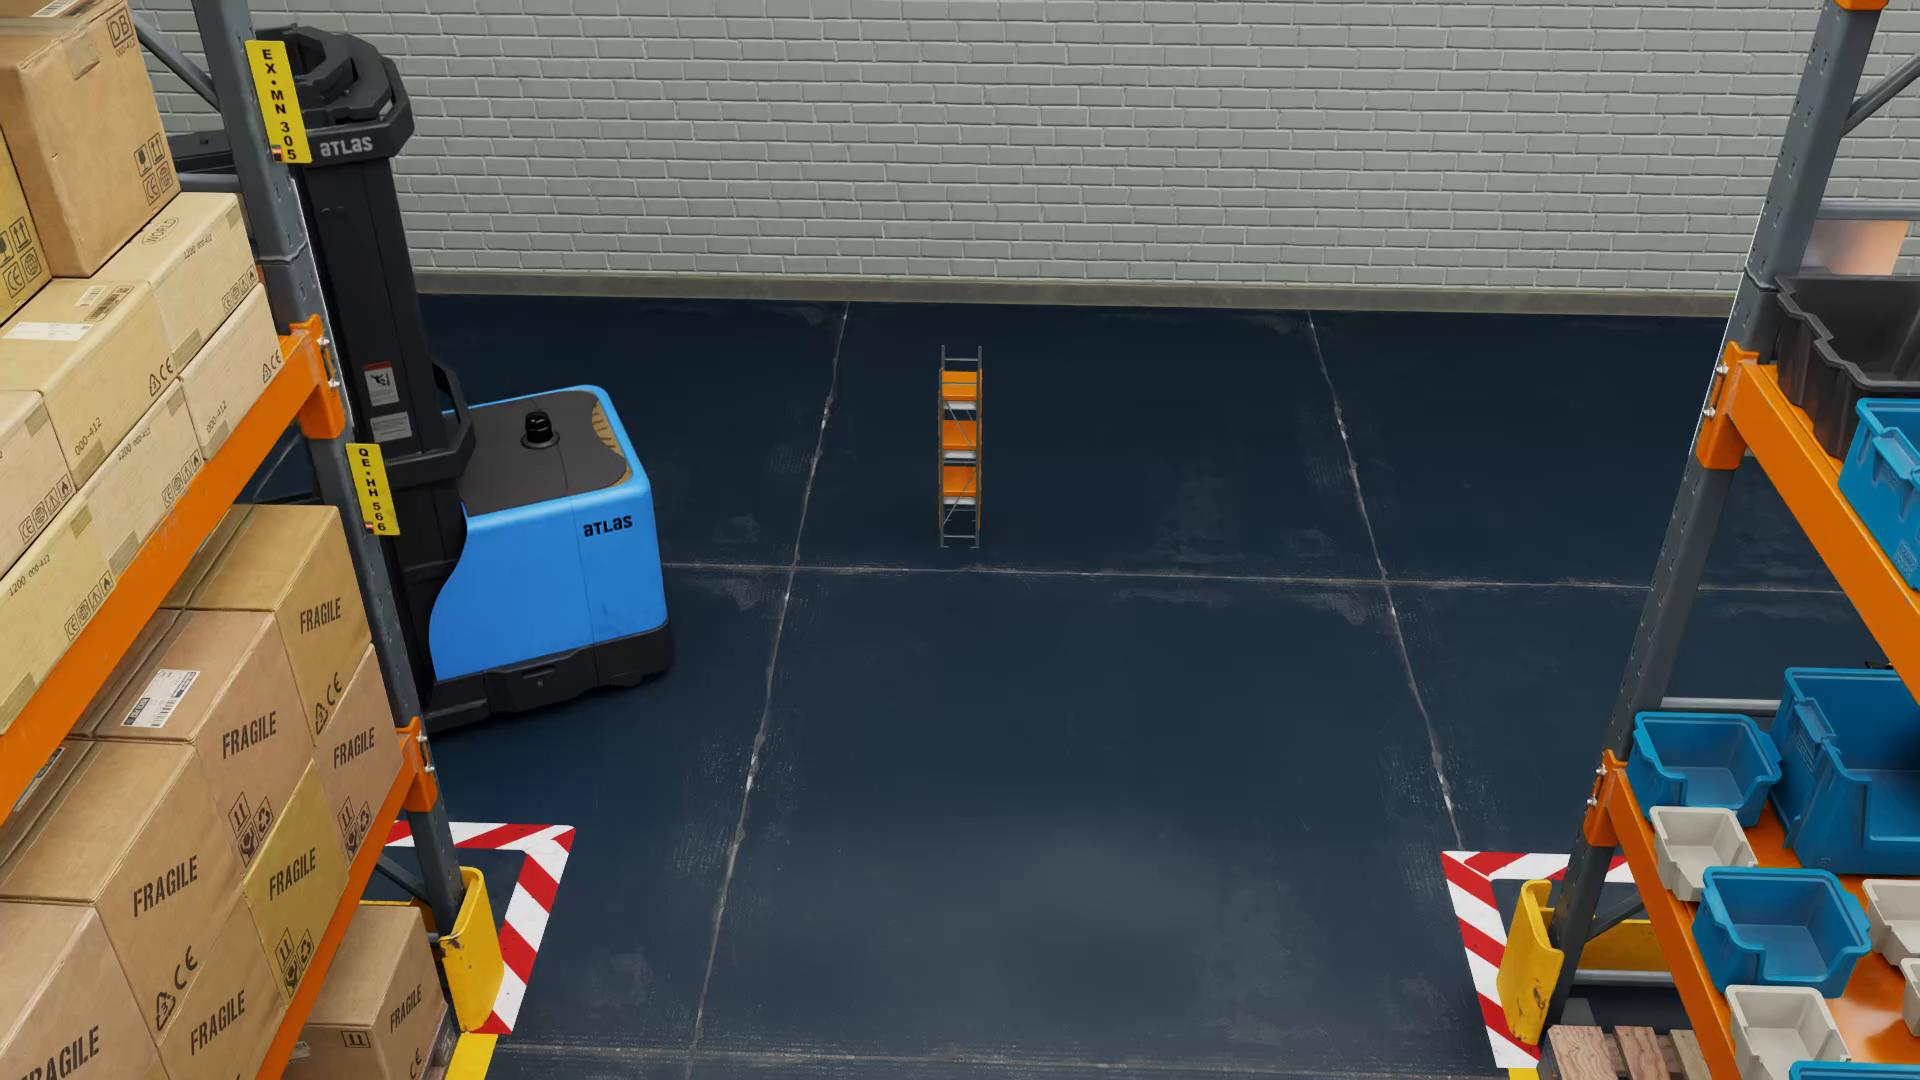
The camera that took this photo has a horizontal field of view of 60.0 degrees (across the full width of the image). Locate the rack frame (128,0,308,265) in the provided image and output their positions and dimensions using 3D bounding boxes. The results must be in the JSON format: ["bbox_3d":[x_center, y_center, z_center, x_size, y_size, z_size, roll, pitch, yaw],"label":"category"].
[{"bbox_3d":[-2.325,-2.026,3.753,1.000,3.000,0.127,1,35,2],"label":"rack frame"}]

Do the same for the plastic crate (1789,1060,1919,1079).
[{"bbox_3d":[2.232,1.479,4.075,0.416,0.233,0.300,1,35,2],"label":"plastic crate"}]

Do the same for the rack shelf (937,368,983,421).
[{"bbox_3d":[0.002,-0.684,8.280,0.215,0.259,0.240,1,35,2],"label":"rack shelf"}]

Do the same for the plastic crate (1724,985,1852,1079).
[{"bbox_3d":[2.162,1.334,4.365,0.250,0.136,0.298,1,35,2],"label":"plastic crate"}]

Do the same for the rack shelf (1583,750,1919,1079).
[{"bbox_3d":[2.544,1.988,3.884,1.077,0.370,4.000,1,35,2],"label":"rack shelf"}]

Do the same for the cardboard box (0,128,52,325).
[{"bbox_3d":[-2.434,-0.668,3.472,0.700,0.500,0.500,1,35,2],"label":"cardboard box"}]

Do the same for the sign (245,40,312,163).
[{"bbox_3d":[-1.771,-1.137,4.326,0.100,0.325,0.005,1,35,2],"label":"sign"}]

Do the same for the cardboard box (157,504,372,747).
[{"bbox_3d":[-2.068,0.240,4.788,0.500,0.500,0.500,1,35,1],"label":"cardboard box"}]

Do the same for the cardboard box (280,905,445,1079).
[{"bbox_3d":[-2.101,1.589,5.617,0.500,0.500,0.500,1,35,2],"label":"cardboard box"}]

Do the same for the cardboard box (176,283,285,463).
[{"bbox_3d":[-2.082,-0.436,4.230,0.500,0.250,0.500,1,35,2],"label":"cardboard box"}]

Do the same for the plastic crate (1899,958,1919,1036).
[{"bbox_3d":[2.746,1.267,4.461,0.396,0.136,0.243,1,35,2],"label":"plastic crate"}]

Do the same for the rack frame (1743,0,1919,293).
[{"bbox_3d":[2.624,-1.910,3.587,1.000,3.000,0.127,1,35,2],"label":"rack frame"}]

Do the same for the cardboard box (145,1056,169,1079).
[{"bbox_3d":[-2.134,1.525,3.830,0.500,0.500,0.500,1,35,1],"label":"cardboard box"}]

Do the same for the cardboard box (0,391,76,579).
[{"bbox_3d":[-2.135,-0.067,3.269,0.500,0.250,0.500,1,35,2],"label":"cardboard box"}]

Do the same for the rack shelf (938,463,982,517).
[{"bbox_3d":[0.002,-0.224,8.603,0.215,0.259,0.240,1,35,2],"label":"rack shelf"}]

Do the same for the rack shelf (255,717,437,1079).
[{"bbox_3d":[-2.405,1.872,4.049,1.077,0.370,4.000,1,35,2],"label":"rack shelf"}]

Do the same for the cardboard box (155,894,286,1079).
[{"bbox_3d":[-2.114,1.236,4.242,0.500,0.500,0.500,2,35,2],"label":"cardboard box"}]

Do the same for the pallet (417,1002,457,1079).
[{"bbox_3d":[-2.359,2.071,5.566,1.003,0.211,1.213,1,35,2],"label":"pallet"}]

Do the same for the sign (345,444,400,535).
[{"bbox_3d":[-1.771,-0.150,5.019,0.100,0.325,0.005,1,35,2],"label":"sign"}]

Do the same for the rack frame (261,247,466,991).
[{"bbox_3d":[-2.325,0.428,5.478,1.000,3.000,0.127,1,35,2],"label":"rack frame"}]

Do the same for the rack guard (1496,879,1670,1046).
[{"bbox_3d":[2.612,1.553,6.051,1.175,0.500,0.348,1,35,2],"label":"rack guard"}]

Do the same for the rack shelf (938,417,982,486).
[{"bbox_3d":[0.002,-0.452,8.444,0.215,0.259,0.240,1,35,2],"label":"rack shelf"}]

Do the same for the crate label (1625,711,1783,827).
[{"bbox_3d":[2.285,0.723,5.152,0.416,0.233,0.303,1,35,2],"label":"crate label"}]

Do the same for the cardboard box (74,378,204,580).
[{"bbox_3d":[-2.113,-0.149,3.821,0.500,0.250,0.500,1,35,2],"label":"cardboard box"}]

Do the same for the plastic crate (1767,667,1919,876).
[{"bbox_3d":[2.797,0.702,5.005,0.616,0.435,0.499,1,35,2],"label":"plastic crate"}]

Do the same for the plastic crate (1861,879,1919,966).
[{"bbox_3d":[2.772,1.101,4.698,0.396,0.136,0.243,1,35,2],"label":"plastic crate"}]

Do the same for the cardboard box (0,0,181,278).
[{"bbox_3d":[-2.329,-0.953,3.878,0.700,0.500,0.500,1,35,2],"label":"cardboard box"}]

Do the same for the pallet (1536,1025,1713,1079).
[{"bbox_3d":[2.552,2.159,5.441,1.003,0.211,1.213,1,35,2],"label":"pallet"}]

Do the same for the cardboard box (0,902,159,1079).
[{"bbox_3d":[-2.124,1.124,3.532,0.500,0.500,0.500,2,35,3],"label":"cardboard box"}]

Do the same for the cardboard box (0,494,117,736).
[{"bbox_3d":[-2.120,0.138,3.412,0.500,0.250,0.500,1,35,2],"label":"cardboard box"}]

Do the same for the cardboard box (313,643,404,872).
[{"bbox_3d":[-2.071,0.651,5.074,0.500,0.500,0.500,2,35,3],"label":"cardboard box"}]

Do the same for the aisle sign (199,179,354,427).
[{"bbox_3d":[-2.016,-0.667,4.776,0.394,0.787,0.004,1,35,2],"label":"aisle sign"}]

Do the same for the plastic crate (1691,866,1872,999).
[{"bbox_3d":[2.259,1.101,4.613,0.416,0.233,0.300,1,35,2],"label":"plastic crate"}]

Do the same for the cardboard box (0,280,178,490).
[{"bbox_3d":[-2.111,-0.354,3.677,0.500,0.250,0.500,1,35,2],"label":"cardboard box"}]

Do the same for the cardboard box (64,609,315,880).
[{"bbox_3d":[-2.088,0.531,4.375,0.500,0.500,0.500,2,35,3],"label":"cardboard box"}]

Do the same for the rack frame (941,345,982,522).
[{"bbox_3d":[0.007,-0.530,8.537,0.200,1.050,0.008,1,35,2],"label":"rack frame"}]

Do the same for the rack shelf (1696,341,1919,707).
[{"bbox_3d":[2.544,0.761,3.021,1.077,0.370,4.000,1,35,2],"label":"rack shelf"}]

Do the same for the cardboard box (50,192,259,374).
[{"bbox_3d":[-2.091,-0.641,4.086,0.500,0.250,0.500,1,35,2],"label":"cardboard box"}]

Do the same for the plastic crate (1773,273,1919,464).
[{"bbox_3d":[2.330,-0.414,4.181,0.497,0.269,0.590,1,35,2],"label":"plastic crate"}]

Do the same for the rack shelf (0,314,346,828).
[{"bbox_3d":[-2.405,0.644,3.187,1.077,0.370,4.000,1,35,2],"label":"rack shelf"}]

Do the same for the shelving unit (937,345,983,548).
[{"bbox_3d":[0.002,-0.460,8.438,0.215,1.050,0.252,1,35,2],"label":"shelving unit"}]

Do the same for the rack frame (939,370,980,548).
[{"bbox_3d":[-0.003,-0.390,8.338,0.200,1.050,0.008,1,35,2],"label":"rack frame"}]

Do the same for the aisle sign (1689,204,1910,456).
[{"bbox_3d":[2.330,-0.567,4.633,0.394,0.787,0.004,1,35,2],"label":"aisle sign"}]

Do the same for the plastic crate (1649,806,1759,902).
[{"bbox_3d":[2.190,0.945,4.920,0.250,0.136,0.298,1,35,2],"label":"plastic crate"}]

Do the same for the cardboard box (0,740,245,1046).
[{"bbox_3d":[-2.104,0.829,3.951,0.500,0.500,0.500,2,35,3],"label":"cardboard box"}]

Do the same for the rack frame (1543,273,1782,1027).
[{"bbox_3d":[2.624,0.545,5.312,1.000,3.000,0.127,1,35,2],"label":"rack frame"}]

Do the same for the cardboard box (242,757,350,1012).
[{"bbox_3d":[-2.088,0.949,4.650,0.500,0.500,0.500,2,35,2],"label":"cardboard box"}]

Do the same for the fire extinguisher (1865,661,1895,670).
[{"bbox_3d":[3.084,0.653,5.550,0.296,0.674,0.183,1,35,2],"label":"fire extinguisher"}]

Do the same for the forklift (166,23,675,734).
[{"bbox_3d":[-2.902,-0.498,6.856,3.031,2.935,1.130,-13,37,-18],"label":"forklift"}]

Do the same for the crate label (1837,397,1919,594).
[{"bbox_3d":[2.264,-0.099,3.748,0.408,0.251,0.502,1,35,2],"label":"crate label"}]

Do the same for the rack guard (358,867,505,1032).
[{"bbox_3d":[-2.328,1.495,6.134,1.175,0.500,0.348,1,35,2],"label":"rack guard"}]
